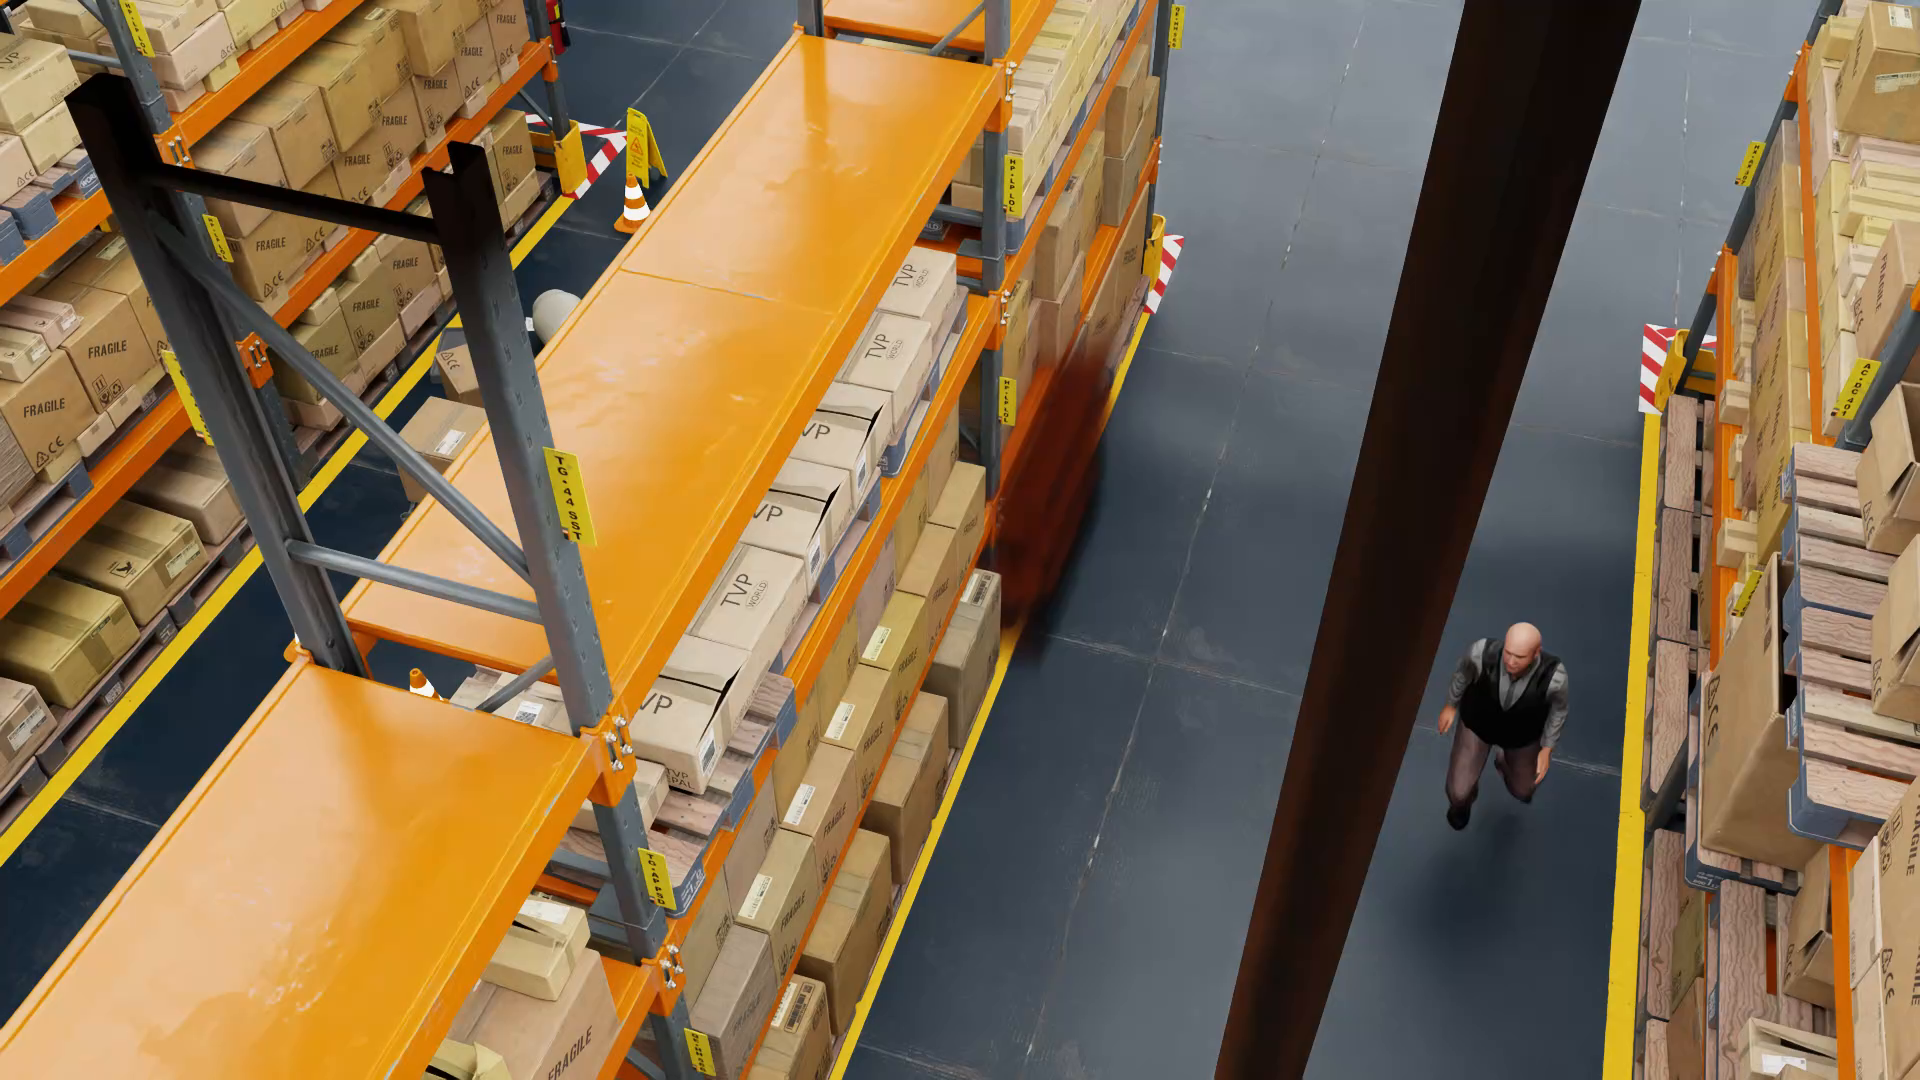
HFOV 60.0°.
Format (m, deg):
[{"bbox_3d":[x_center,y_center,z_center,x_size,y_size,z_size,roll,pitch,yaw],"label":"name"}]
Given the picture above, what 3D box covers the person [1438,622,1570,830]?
[{"bbox_3d":[2.869,0.942,8.779,0.628,1.590,0.696,15,47,14],"label":"person"}]
